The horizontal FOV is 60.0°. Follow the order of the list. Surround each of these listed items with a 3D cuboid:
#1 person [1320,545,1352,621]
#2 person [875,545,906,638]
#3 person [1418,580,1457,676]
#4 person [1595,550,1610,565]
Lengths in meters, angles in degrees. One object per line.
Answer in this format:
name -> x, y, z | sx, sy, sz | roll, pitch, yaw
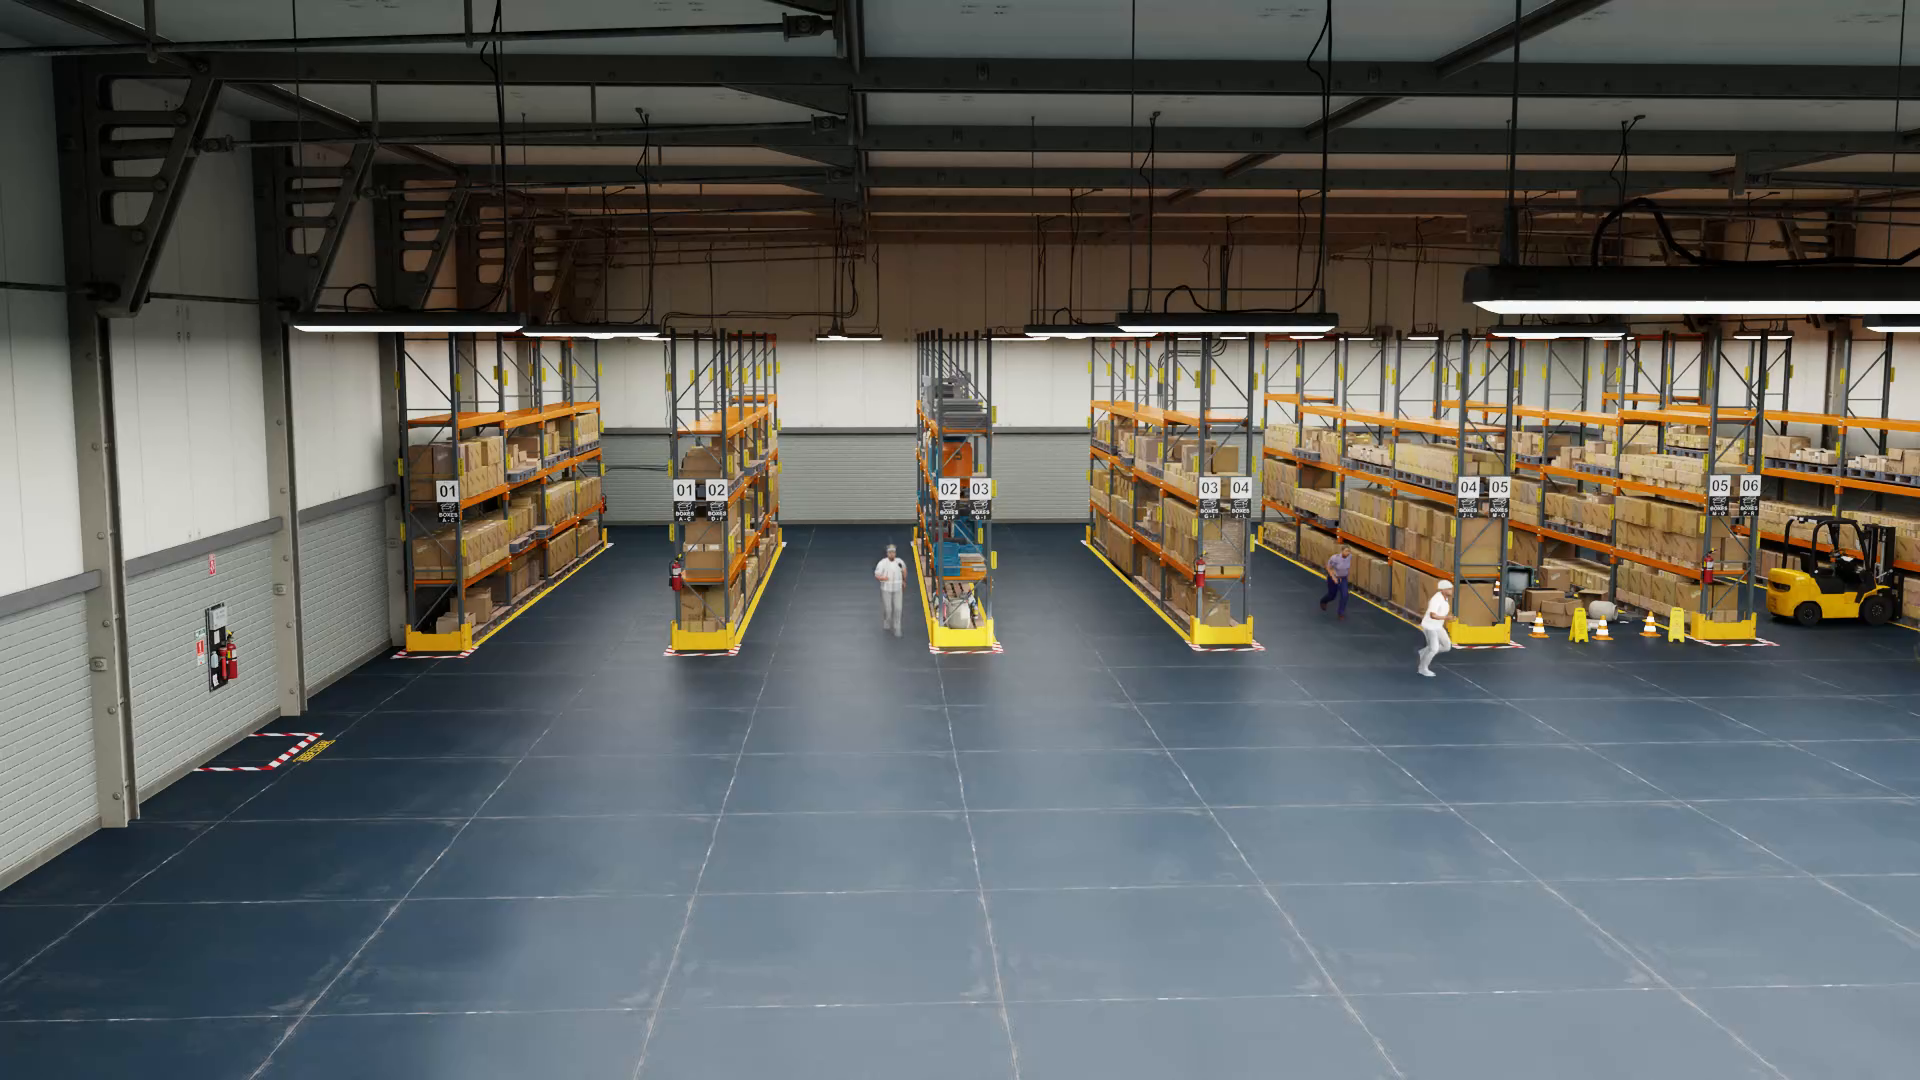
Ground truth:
person -> 7.876, 0.866, 34.852 | 0.623, 1.611, 0.921 | -3, 7, -22
person -> -1.345, 0.974, 32.761 | 0.662, 1.778, 0.973 | -2, 7, -13
person -> 8.235, 1.520, 28.629 | 0.687, 1.694, 0.678 | 5, 9, 38
person -> 16.179, 0.006, 41.428 | 0.639, 1.751, 0.787 | 0, 7, -4
